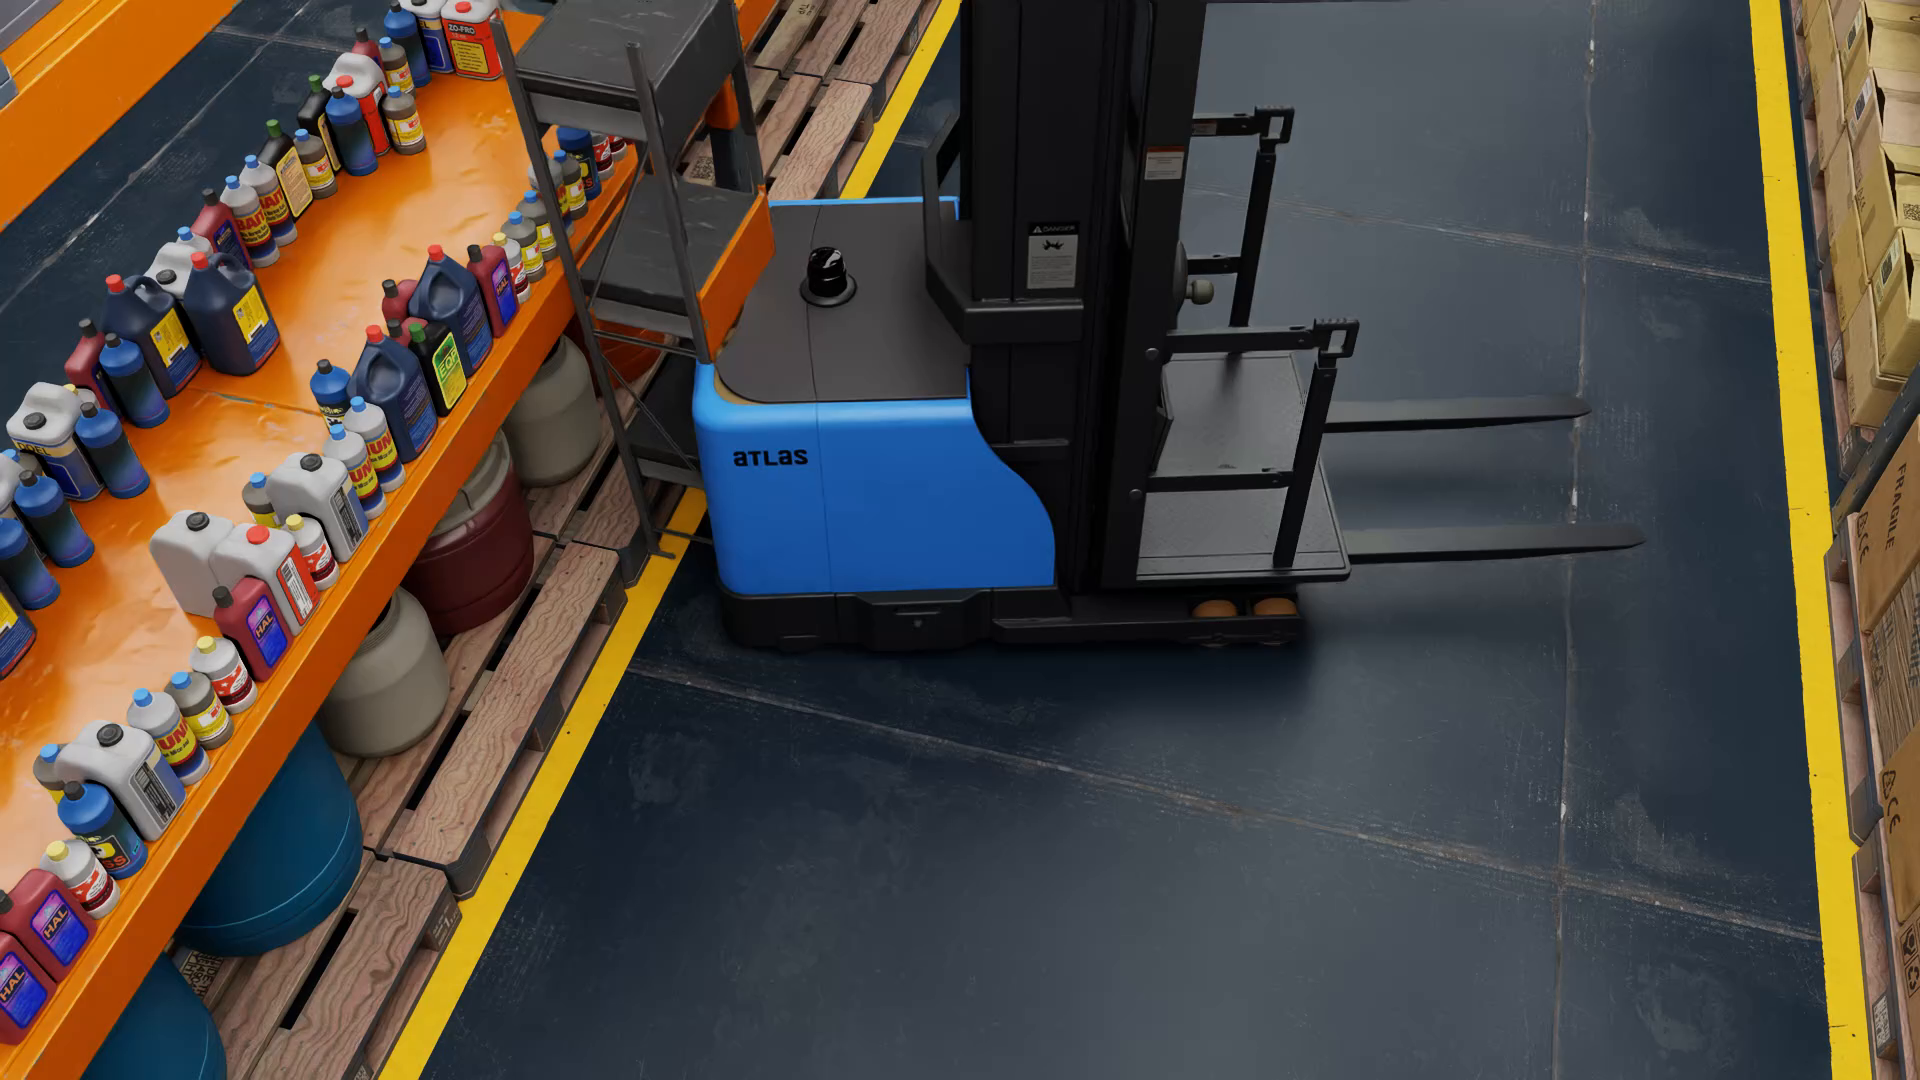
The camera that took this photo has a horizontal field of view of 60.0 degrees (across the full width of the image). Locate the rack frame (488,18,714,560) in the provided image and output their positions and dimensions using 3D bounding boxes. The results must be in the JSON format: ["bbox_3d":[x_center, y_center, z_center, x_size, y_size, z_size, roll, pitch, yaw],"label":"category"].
[{"bbox_3d":[-0.903,-0.563,4.794,0.400,2.100,0.015,13,54,13],"label":"rack frame"}]

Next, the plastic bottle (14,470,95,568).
[{"bbox_3d":[-2.127,-0.059,3.887,0.097,0.271,0.097,0,49,0],"label":"plastic bottle"}]

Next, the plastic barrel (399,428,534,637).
[{"bbox_3d":[-1.665,-0.098,5.164,0.600,0.588,0.708,12,50,10],"label":"plastic barrel"}]

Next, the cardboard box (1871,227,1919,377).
[{"bbox_3d":[3.423,-0.793,5.629,0.500,0.311,0.500,13,50,11],"label":"cardboard box"}]

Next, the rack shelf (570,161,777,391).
[{"bbox_3d":[-0.826,-0.738,4.945,0.431,0.518,0.480,13,54,13],"label":"rack shelf"}]

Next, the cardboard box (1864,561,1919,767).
[{"bbox_3d":[2.995,0.384,4.784,0.500,0.500,0.500,10,49,9],"label":"cardboard box"}]

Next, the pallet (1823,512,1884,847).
[{"bbox_3d":[3.290,0.505,5.164,1.003,0.211,1.213,12,50,10],"label":"pallet"}]

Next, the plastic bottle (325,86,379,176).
[{"bbox_3d":[-1.801,-1.214,4.906,0.097,0.271,0.097,0,49,0],"label":"plastic bottle"}]

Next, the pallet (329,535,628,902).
[{"bbox_3d":[-1.746,0.450,5.212,1.003,0.211,1.213,12,50,10],"label":"pallet"}]

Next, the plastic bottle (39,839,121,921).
[{"bbox_3d":[-1.752,0.664,3.296,0.097,0.201,0.097,0,49,0],"label":"plastic bottle"}]

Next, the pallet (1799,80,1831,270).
[{"bbox_3d":[4.100,-1.495,6.929,1.003,0.211,1.213,12,50,10],"label":"pallet"}]

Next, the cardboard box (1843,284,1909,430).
[{"bbox_3d":[3.426,-0.608,5.840,0.500,0.250,0.500,13,50,11],"label":"cardboard box"}]

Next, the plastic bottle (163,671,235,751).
[{"bbox_3d":[-1.640,0.355,3.568,0.097,0.201,0.097,0,49,0],"label":"plastic bottle"}]

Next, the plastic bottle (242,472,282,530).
[{"bbox_3d":[-1.639,-0.080,3.952,0.097,0.201,0.097,0,49,0],"label":"plastic bottle"}]

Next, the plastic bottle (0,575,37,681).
[{"bbox_3d":[-2.194,0.144,3.655,0.144,0.351,0.185,12,50,10],"label":"plastic bottle"}]

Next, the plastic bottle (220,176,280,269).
[{"bbox_3d":[-1.981,-0.892,4.622,0.097,0.271,0.097,0,49,0],"label":"plastic bottle"}]

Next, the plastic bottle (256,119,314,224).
[{"bbox_3d":[-1.943,-1.053,4.757,0.061,0.283,0.133,12,50,10],"label":"plastic bottle"}]

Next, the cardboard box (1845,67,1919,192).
[{"bbox_3d":[3.689,-1.534,6.283,0.500,0.311,0.500,11,50,10],"label":"cardboard box"}]

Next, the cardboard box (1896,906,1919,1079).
[{"bbox_3d":[2.725,1.124,4.131,0.500,0.500,0.500,10,49,9],"label":"cardboard box"}]

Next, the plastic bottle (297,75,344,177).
[{"bbox_3d":[-1.882,-1.220,4.904,0.061,0.283,0.133,12,50,10],"label":"plastic bottle"}]

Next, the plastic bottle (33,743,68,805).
[{"bbox_3d":[-1.848,0.493,3.447,0.097,0.201,0.097,0,49,0],"label":"plastic bottle"}]

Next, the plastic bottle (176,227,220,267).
[{"bbox_3d":[-2.042,-0.725,4.475,0.097,0.271,0.097,0,49,0],"label":"plastic bottle"}]

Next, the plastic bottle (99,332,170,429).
[{"bbox_3d":[-2.093,-0.412,4.198,0.097,0.271,0.097,0,49,0],"label":"plastic bottle"}]

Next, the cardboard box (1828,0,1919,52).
[{"bbox_3d":[3.954,-2.273,6.935,0.500,0.311,0.500,10,49,9],"label":"cardboard box"}]

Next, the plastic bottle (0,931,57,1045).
[{"bbox_3d":[-1.800,0.820,3.103,0.061,0.283,0.133,12,50,10],"label":"plastic bottle"}]

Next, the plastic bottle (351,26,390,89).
[{"bbox_3d":[-1.811,-1.414,5.075,0.061,0.283,0.133,12,50,10],"label":"plastic bottle"}]

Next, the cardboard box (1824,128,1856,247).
[{"bbox_3d":[3.693,-1.345,6.490,0.500,0.250,0.500,13,50,11],"label":"cardboard box"}]

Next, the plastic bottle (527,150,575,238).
[{"bbox_3d":[-1.161,-0.983,4.703,0.097,0.271,0.097,0,49,0],"label":"plastic bottle"}]

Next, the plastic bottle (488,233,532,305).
[{"bbox_3d":[-1.238,-0.748,4.542,0.097,0.201,0.097,0,49,0],"label":"plastic bottle"}]

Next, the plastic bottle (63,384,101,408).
[{"bbox_3d":[-2.187,-0.304,4.150,0.097,0.201,0.097,0,49,0],"label":"plastic bottle"}]

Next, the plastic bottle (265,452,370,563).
[{"bbox_3d":[-1.514,-0.093,3.915,0.152,0.276,0.135,12,50,10],"label":"plastic bottle"}]

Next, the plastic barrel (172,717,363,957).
[{"bbox_3d":[-1.962,0.616,4.325,0.600,0.901,0.708,12,50,10],"label":"plastic barrel"}]

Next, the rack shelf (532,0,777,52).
[{"bbox_3d":[-0.729,-3.139,7.000,1.077,0.370,4.000,12,50,10],"label":"rack shelf"}]

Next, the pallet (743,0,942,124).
[{"bbox_3d":[-0.691,-2.440,7.763,1.003,0.211,1.213,12,50,10],"label":"pallet"}]

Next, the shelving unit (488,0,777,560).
[{"bbox_3d":[-0.827,-0.747,4.934,0.431,2.100,0.503,13,54,13],"label":"shelving unit"}]

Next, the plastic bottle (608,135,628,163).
[{"bbox_3d":[-1.059,-1.241,4.977,0.097,0.201,0.097,0,49,0],"label":"plastic bottle"}]

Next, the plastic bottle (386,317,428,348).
[{"bbox_3d":[-1.393,-0.470,4.242,0.061,0.283,0.133,12,50,10],"label":"plastic bottle"}]

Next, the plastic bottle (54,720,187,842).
[{"bbox_3d":[-1.722,0.479,3.409,0.152,0.276,0.135,12,50,10],"label":"plastic bottle"}]

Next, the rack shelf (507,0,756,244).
[{"bbox_3d":[-0.854,-1.171,4.395,0.431,0.518,0.480,13,54,13],"label":"rack shelf"}]

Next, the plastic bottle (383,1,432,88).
[{"bbox_3d":[-1.738,-1.560,5.212,0.097,0.271,0.097,0,49,0],"label":"plastic bottle"}]

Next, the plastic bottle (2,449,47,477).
[{"bbox_3d":[-2.248,-0.136,4.002,0.097,0.201,0.097,0,49,0],"label":"plastic bottle"}]

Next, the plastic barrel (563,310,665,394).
[{"bbox_3d":[-1.368,-0.994,5.794,0.600,0.830,0.708,12,50,10],"label":"plastic barrel"}]

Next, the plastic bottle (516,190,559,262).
[{"bbox_3d":[-1.187,-0.889,4.667,0.097,0.201,0.097,0,49,0],"label":"plastic bottle"}]

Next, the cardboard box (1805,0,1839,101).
[{"bbox_3d":[3.961,-2.085,7.144,0.500,0.250,0.500,10,49,9],"label":"cardboard box"}]

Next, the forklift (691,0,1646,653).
[{"bbox_3d":[0.723,-1.019,4.695,3.031,2.935,1.130,-2,49,-2],"label":"forklift"}]

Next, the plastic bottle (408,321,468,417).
[{"bbox_3d":[-1.335,-0.458,4.232,0.061,0.283,0.133,12,50,10],"label":"plastic bottle"}]

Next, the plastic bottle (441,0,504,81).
[{"bbox_3d":[-1.534,-1.610,5.253,0.152,0.276,0.135,12,50,10],"label":"plastic bottle"}]

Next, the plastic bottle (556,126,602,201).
[{"bbox_3d":[-1.110,-1.124,4.827,0.097,0.271,0.097,0,49,0],"label":"plastic bottle"}]

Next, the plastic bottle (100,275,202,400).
[{"bbox_3d":[-2.092,-0.547,4.265,0.144,0.351,0.185,12,50,10],"label":"plastic bottle"}]

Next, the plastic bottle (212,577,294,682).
[{"bbox_3d":[-1.566,0.178,3.670,0.061,0.283,0.133,12,50,10],"label":"plastic bottle"}]

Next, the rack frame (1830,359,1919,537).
[{"bbox_3d":[3.523,-0.950,4.588,1.000,3.000,0.127,12,50,10],"label":"rack frame"}]

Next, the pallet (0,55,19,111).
[{"bbox_3d":[-2.196,-0.554,2.363,1.213,0.211,1.003,12,50,10],"label":"pallet"}]

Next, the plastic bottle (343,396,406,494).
[{"bbox_3d":[-1.431,-0.241,4.048,0.097,0.271,0.097,0,49,0],"label":"plastic bottle"}]
